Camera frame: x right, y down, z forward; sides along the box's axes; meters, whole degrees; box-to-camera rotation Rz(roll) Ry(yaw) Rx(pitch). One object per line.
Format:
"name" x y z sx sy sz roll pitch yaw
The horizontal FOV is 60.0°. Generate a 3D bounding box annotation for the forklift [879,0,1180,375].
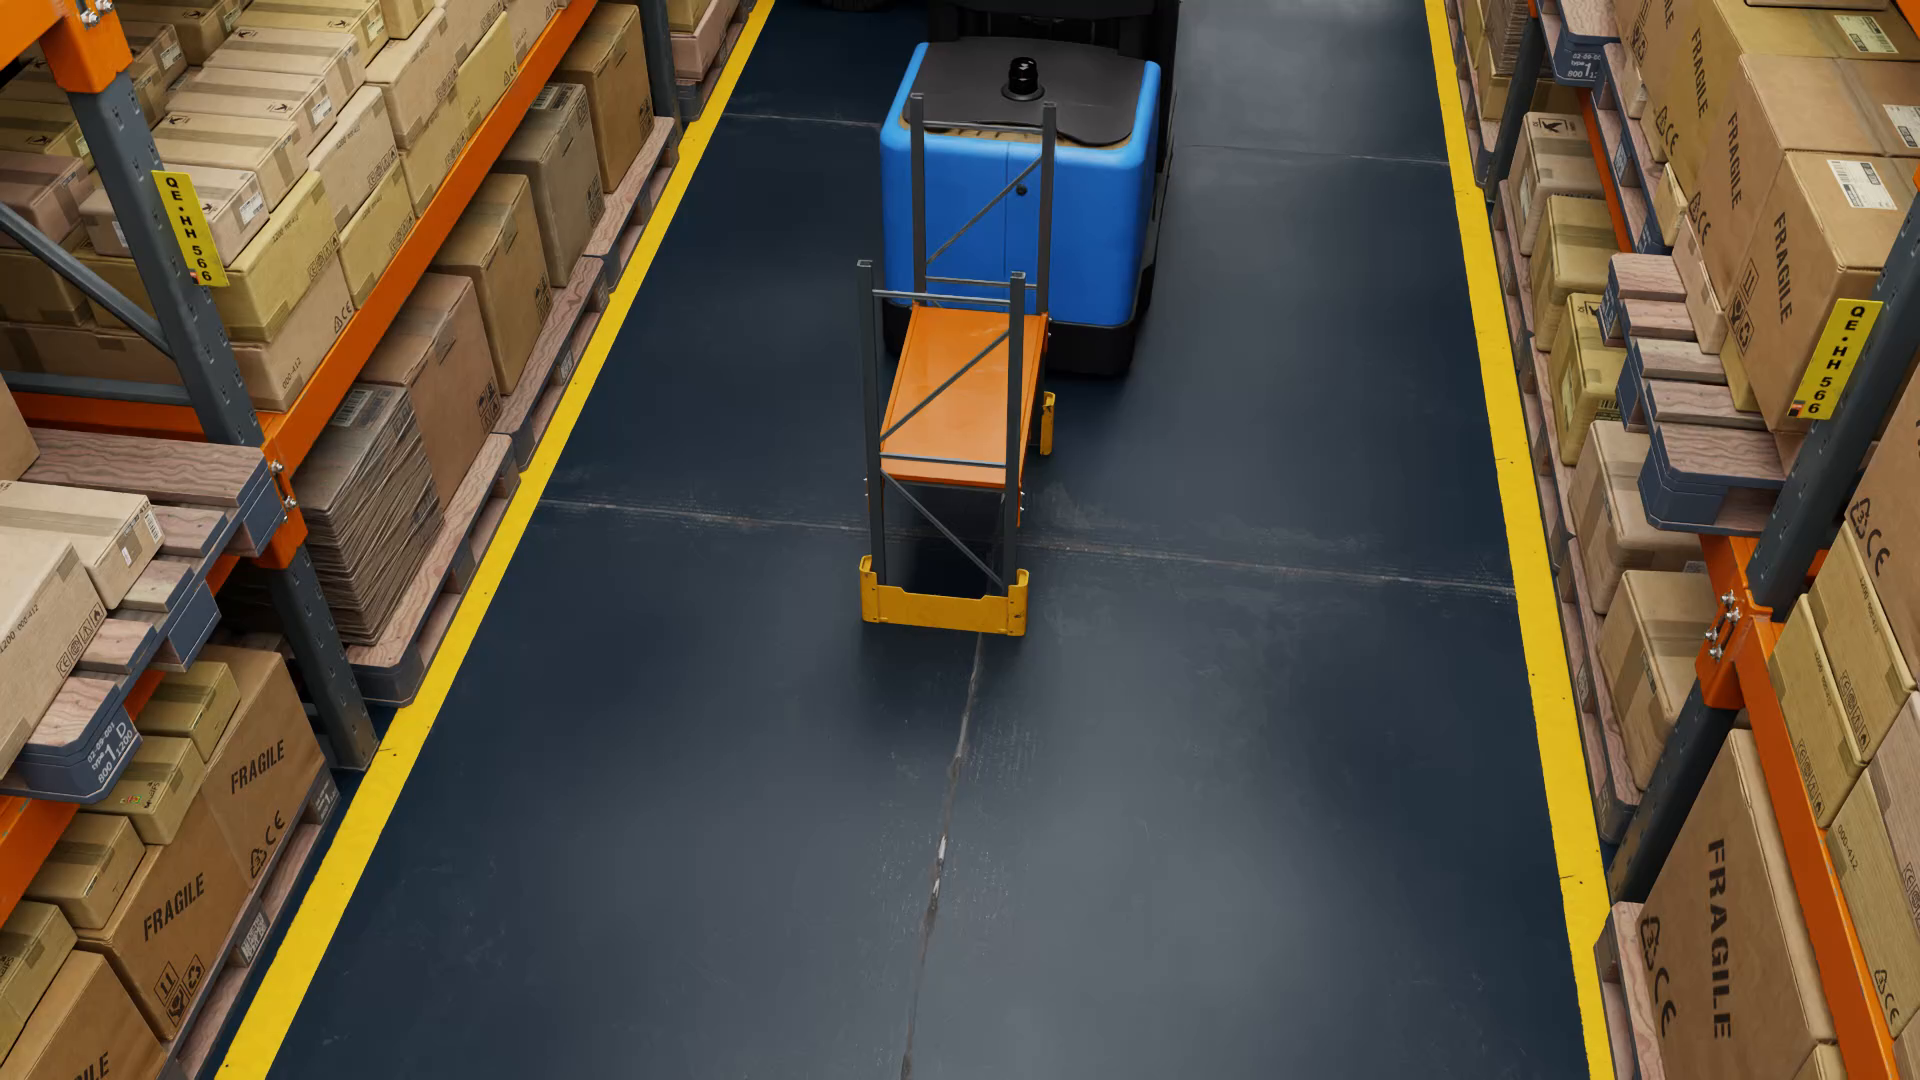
"forklift" 0.440 -2.768 7.042 1.130 2.935 3.031 7 44 7

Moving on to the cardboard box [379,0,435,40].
"cardboard box" -1.937 -1.756 5.378 0.380 0.149 0.250 6 44 6

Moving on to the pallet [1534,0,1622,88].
"pallet" 2.773 -2.113 6.439 1.003 0.211 1.213 5 44 6

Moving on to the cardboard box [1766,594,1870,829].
"cardboard box" 2.175 0.401 3.754 0.500 0.250 0.500 5 44 5

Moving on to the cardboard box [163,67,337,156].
"cardboard box" -2.055 -1.235 4.828 0.380 0.149 0.250 6 44 7

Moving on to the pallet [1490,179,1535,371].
"pallet" 2.917 -1.147 7.308 1.003 0.211 1.213 5 44 6

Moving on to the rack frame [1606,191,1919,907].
"rack frame" 2.489 0.036 4.030 1.000 3.000 0.127 5 44 6

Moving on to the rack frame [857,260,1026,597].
"rack frame" -0.056 -0.256 5.430 0.500 1.500 0.032 5 44 6

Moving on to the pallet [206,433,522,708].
"pallet" -2.284 0.042 6.052 1.003 0.211 1.213 5 44 6

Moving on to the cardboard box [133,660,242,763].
"cardboard box" -2.246 0.466 4.617 0.380 0.149 0.250 3 44 3

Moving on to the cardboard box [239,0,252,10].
"cardboard box" -2.545 -1.806 5.432 0.380 0.149 0.250 5 44 5

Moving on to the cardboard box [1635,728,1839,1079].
"cardboard box" 2.316 1.118 4.127 0.875 0.875 0.875 5 44 5

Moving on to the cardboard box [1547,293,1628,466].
"cardboard box" 2.769 -0.567 6.272 0.950 0.372 0.625 7 44 7

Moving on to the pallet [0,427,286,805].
"pallet" -2.451 0.125 4.076 1.213 0.211 1.003 5 44 6

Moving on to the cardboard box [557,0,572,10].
"cardboard box" -1.771 -2.374 6.685 0.500 0.250 0.500 5 44 5

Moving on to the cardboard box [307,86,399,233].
"cardboard box" -2.063 -1.161 5.040 0.500 0.250 0.500 7 44 7

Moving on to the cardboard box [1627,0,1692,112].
"cardboard box" 2.470 -1.665 5.233 0.500 0.500 0.500 4 44 4

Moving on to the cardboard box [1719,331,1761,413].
"cardboard box" 2.263 -0.460 4.431 0.380 0.149 0.250 6 44 6

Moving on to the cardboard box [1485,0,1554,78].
"cardboard box" 2.830 -2.544 7.904 0.500 0.500 0.500 5 44 5

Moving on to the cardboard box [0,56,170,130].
"cardboard box" -2.570 -1.284 4.880 0.380 0.149 0.250 5 44 5

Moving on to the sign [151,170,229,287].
"sign" -1.892 -0.762 4.088 0.100 0.325 0.005 5 44 6

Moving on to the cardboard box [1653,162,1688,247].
"cardboard box" 2.316 -0.995 4.996 0.380 0.149 0.250 6 44 6

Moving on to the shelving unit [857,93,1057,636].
"shelving unit" 0.010 -0.597 5.789 0.587 1.500 1.083 5 44 6

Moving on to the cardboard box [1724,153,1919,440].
"cardboard box" 2.274 -0.596 4.103 0.500 0.500 0.500 4 44 4

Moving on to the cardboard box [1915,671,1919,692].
"cardboard box" 2.126 0.289 2.963 0.500 0.500 0.500 5 44 6

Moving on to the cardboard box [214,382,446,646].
"cardboard box" -2.335 -0.127 5.624 0.875 0.625 0.625 7 44 7

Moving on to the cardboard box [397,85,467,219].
"cardboard box" -1.998 -1.333 5.585 0.500 0.250 0.500 4 44 4

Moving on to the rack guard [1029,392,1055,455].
"rack guard" 0.076 -0.482 6.577 0.587 0.250 0.087 5 44 6

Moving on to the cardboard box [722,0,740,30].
"cardboard box" -1.459 -2.940 8.868 0.500 0.250 0.500 4 44 5

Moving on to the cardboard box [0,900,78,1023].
"cardboard box" -2.409 1.007 4.046 0.380 0.149 0.250 6 44 7

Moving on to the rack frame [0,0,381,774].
"rack frame" -2.431 -0.413 4.504 1.000 3.000 0.127 5 44 6

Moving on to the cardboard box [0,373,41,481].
"cardboard box" -2.654 -0.265 3.970 0.500 0.500 0.500 7 44 7

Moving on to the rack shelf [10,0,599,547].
"rack shelf" -2.167 -1.515 6.191 1.077 0.370 4.000 5 44 6

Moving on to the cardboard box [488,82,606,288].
"cardboard box" -2.071 -1.544 7.121 0.875 0.625 0.625 5 44 5

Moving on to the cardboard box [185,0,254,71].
"cardboard box" -2.513 -1.561 5.462 0.500 0.250 0.500 5 44 5

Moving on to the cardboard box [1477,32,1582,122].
"cardboard box" 2.830 -2.272 8.162 0.500 0.250 0.500 7 44 7

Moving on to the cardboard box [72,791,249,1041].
"cardboard box" -2.351 0.990 4.535 0.500 0.500 0.500 5 44 5

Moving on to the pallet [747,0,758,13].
"pallet" -1.597 -3.498 9.791 1.003 0.211 1.213 5 44 6

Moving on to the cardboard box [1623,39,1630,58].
"cardboard box" 2.518 -1.694 5.735 0.380 0.149 0.250 6 44 6

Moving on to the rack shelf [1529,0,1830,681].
"rack shelf" 2.754 -1.066 5.717 1.077 0.370 4.000 5 44 6

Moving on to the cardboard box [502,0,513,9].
"cardboard box" -1.848 -2.209 6.147 0.500 0.250 0.500 6 44 6
